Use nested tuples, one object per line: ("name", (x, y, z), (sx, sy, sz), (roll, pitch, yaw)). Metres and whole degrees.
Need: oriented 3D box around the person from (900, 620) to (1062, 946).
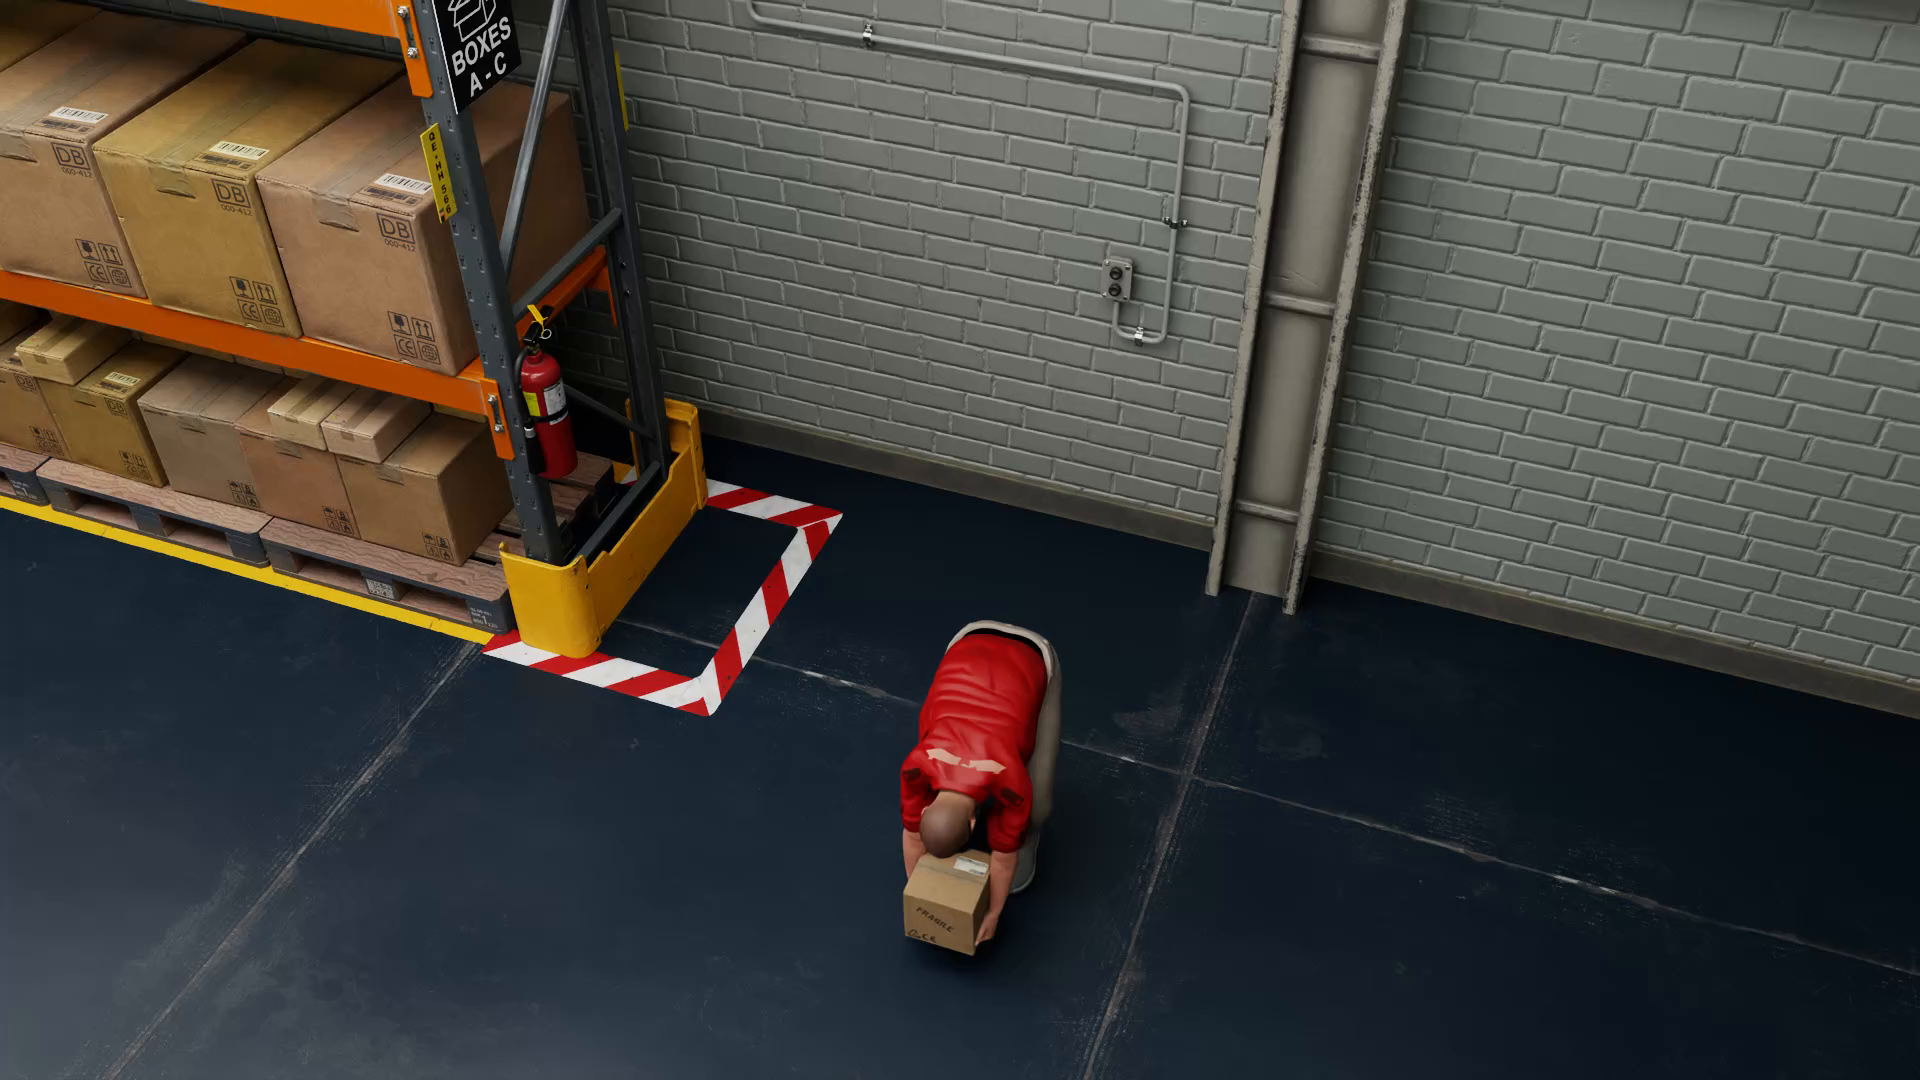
("person", (0.054, 0.879, 5.721), (0.509, 1.002, 0.960), (12, 43, 13))
